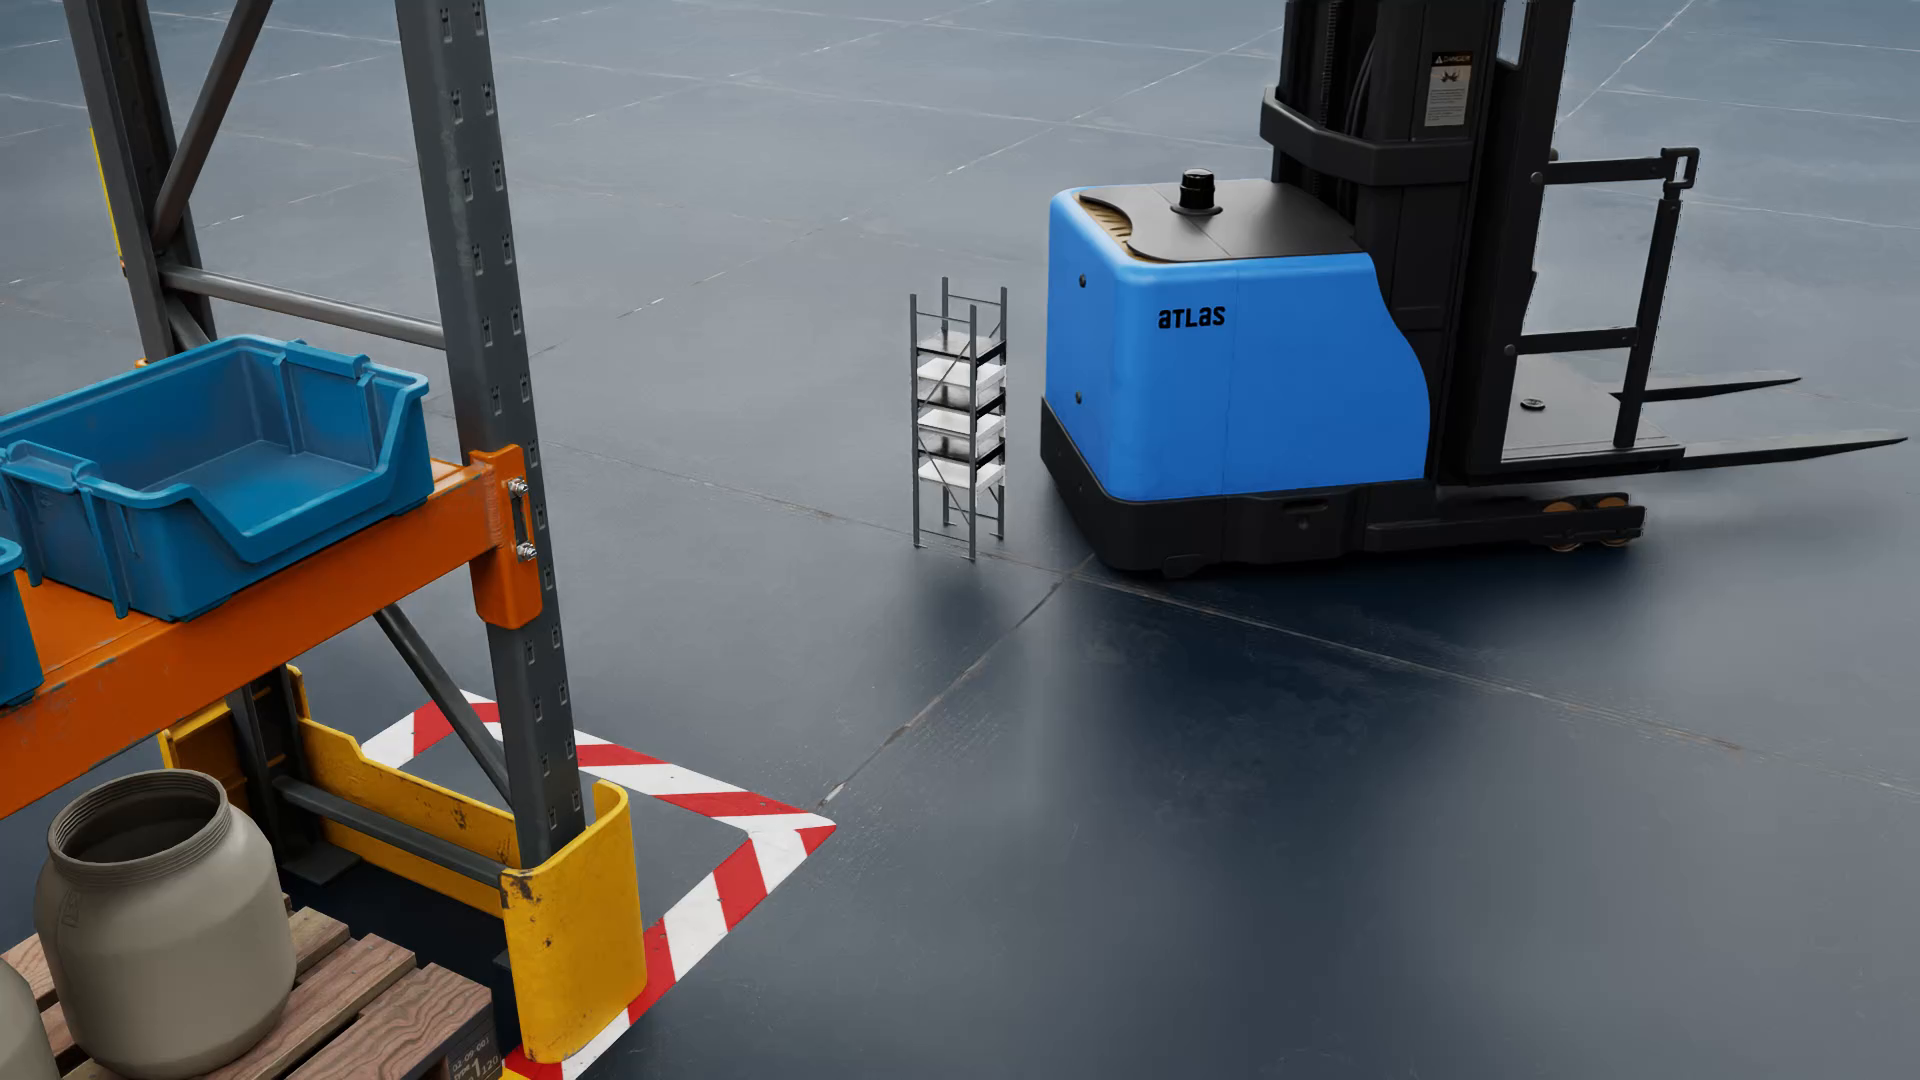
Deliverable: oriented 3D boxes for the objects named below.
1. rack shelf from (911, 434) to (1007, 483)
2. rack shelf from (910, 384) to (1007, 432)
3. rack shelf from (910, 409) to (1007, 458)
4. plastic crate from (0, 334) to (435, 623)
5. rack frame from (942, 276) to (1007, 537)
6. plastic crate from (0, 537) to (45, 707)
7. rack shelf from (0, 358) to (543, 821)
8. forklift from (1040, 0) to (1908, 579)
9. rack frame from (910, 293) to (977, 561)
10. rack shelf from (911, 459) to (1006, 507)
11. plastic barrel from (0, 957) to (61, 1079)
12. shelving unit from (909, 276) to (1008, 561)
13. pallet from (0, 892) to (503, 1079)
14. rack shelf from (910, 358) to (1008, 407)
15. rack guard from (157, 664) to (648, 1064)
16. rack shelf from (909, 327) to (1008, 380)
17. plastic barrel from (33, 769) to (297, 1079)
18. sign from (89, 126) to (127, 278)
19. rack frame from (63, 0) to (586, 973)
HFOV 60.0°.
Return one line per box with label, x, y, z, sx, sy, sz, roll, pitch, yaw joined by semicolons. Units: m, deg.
rack shelf;-0.004;-0.289;5.597;0.258;0.077;0.200;14;30;26
rack shelf;-0.004;-0.450;5.517;0.258;0.077;0.200;14;30;26
rack shelf;-0.004;-0.369;5.557;0.258;0.077;0.200;14;30;26
plastic crate;-1.265;-0.127;2.818;0.499;0.251;0.616;14;30;26
rack frame;0.046;-0.439;5.621;0.240;0.900;0.006;14;30;26
plastic crate;-1.589;0.125;2.315;0.499;0.251;0.408;14;30;26
rack shelf;-2.263;0.647;1.910;1.077;0.370;4.000;14;30;26
forklift;1.868;-1.497;5.467;3.031;2.935;1.130;-5;27;-10
rack frame;-0.054;-0.360;5.463;0.240;0.900;0.006;14;30;26
rack shelf;-0.004;-0.208;5.638;0.258;0.077;0.200;14;30;26
plastic barrel;-1.783;0.939;2.833;0.421;0.512;0.421;0;27;0
shelving unit;-0.004;-0.399;5.542;0.258;0.900;0.210;14;30;26
pallet;-1.680;1.148;3.220;1.003;0.211;1.213;14;30;26
rack shelf;-0.004;-0.530;5.477;0.258;0.077;0.200;14;30;26
rack guard;-1.276;0.704;3.786;1.175;0.500;0.348;14;30;26
rack shelf;-0.004;-0.611;5.436;0.258;0.077;0.200;14;30;26
plastic barrel;-1.536;0.744;3.223;0.421;0.512;0.421;0;27;0
sign;-1.756;-0.701;3.489;0.100;0.325;0.005;14;30;26
rack frame;-1.279;-0.454;3.306;1.000;3.000;0.127;14;30;26
